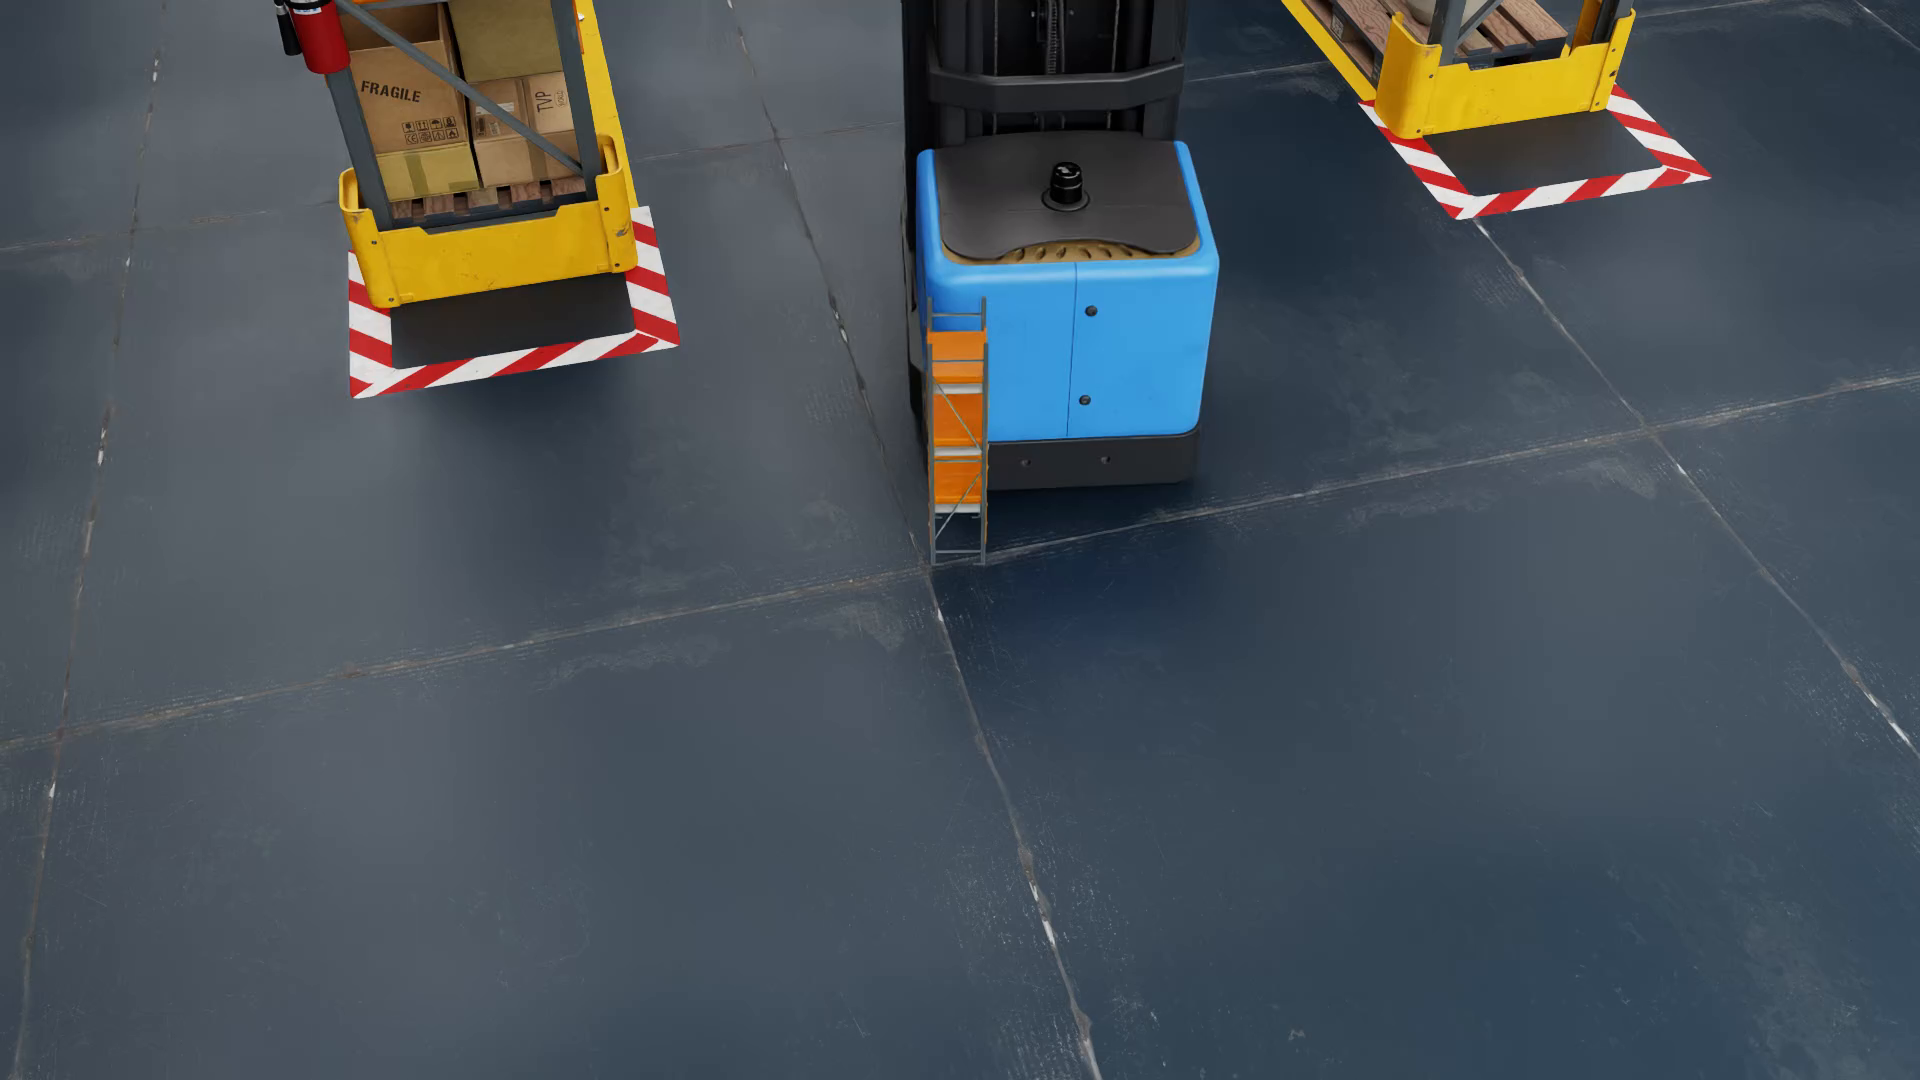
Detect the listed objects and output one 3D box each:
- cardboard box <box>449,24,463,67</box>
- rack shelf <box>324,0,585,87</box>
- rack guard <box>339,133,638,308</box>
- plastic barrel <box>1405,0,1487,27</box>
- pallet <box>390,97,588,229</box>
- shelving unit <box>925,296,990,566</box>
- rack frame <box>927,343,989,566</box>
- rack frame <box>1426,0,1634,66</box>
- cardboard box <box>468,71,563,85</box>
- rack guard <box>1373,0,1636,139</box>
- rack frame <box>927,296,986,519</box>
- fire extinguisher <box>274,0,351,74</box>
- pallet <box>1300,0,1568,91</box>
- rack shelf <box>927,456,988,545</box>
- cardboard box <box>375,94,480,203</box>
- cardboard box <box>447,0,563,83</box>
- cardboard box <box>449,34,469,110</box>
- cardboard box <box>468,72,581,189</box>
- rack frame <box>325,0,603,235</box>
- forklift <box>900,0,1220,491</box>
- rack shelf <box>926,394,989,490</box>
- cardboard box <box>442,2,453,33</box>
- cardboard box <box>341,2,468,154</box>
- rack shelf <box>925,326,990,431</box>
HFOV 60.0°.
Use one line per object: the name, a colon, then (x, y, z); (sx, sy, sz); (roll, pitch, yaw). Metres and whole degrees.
cardboard box: (-2.739, -2.479, 8.210); (0.500, 0.250, 0.500); (-11, 47, -10)
rack shelf: (-2.559, -3.419, 8.004); (1.077, 0.370, 4.000); (-11, 47, -10)
rack guard: (-2.041, -1.399, 7.271); (1.175, 0.500, 0.348); (-11, 47, -10)
plastic barrel: (2.500, -2.910, 8.450); (0.421, 0.512, 0.421); (0, 46, 0)
pallet: (-2.283, -1.835, 7.900); (1.003, 0.211, 1.213); (-11, 47, -10)
shelving unit: (-0.009, -0.361, 5.867); (0.215, 1.050, 0.252); (-1, 46, -1)
rack frame: (-0.007, -0.273, 5.782); (0.200, 1.050, 0.008); (-1, 46, -1)
rack frame: (2.742, -3.193, 7.279); (1.000, 3.000, 0.127); (-11, 47, -10)
cardboard box: (-2.101, -2.230, 7.967); (0.500, 0.250, 0.500); (-11, 47, -10)
rack guard: (2.678, -2.362, 8.215); (1.175, 0.500, 0.348); (-11, 47, -10)
rack frame: (-0.012, -0.448, 5.952); (0.200, 1.050, 0.008); (-1, 46, -1)
fire extinguisher: (-2.466, -2.097, 6.259); (0.296, 0.674, 0.183); (-11, 47, -10)
pallet: (2.475, -2.823, 8.869); (1.003, 0.211, 1.213); (-11, 47, -10)
rack shelf: (-0.009, -0.160, 6.074); (0.215, 0.259, 0.240); (-1, 46, -1)
cardboard box: (-2.470, -1.791, 7.536); (0.500, 0.250, 0.500); (-11, 47, -10)
cardboard box: (-2.099, -2.493, 7.699); (0.500, 0.500, 0.500); (-11, 47, -10)
cardboard box: (-2.609, -2.134, 7.872); (0.500, 0.250, 0.500); (-11, 47, -10)
cardboard box: (-1.969, -1.886, 7.629); (0.500, 0.250, 0.500); (-11, 47, -10)
rack frame: (-2.047, -2.290, 6.394); (1.000, 3.000, 0.127); (-11, 47, -10)
forklift: (0.307, -2.256, 6.408); (1.130, 2.935, 3.031); (-2, 46, -2)
rack shelf: (-0.009, -0.353, 5.875); (0.215, 0.259, 0.240); (-1, 46, -1)
cardboard box: (-2.742, -2.741, 7.942); (0.500, 0.500, 0.500); (-11, 47, -10)
cardboard box: (-2.472, -2.053, 7.268); (0.500, 0.500, 0.500); (-11, 47, -10)
rack shelf: (-0.009, -0.551, 5.671); (0.215, 0.259, 0.240); (-1, 46, -1)
